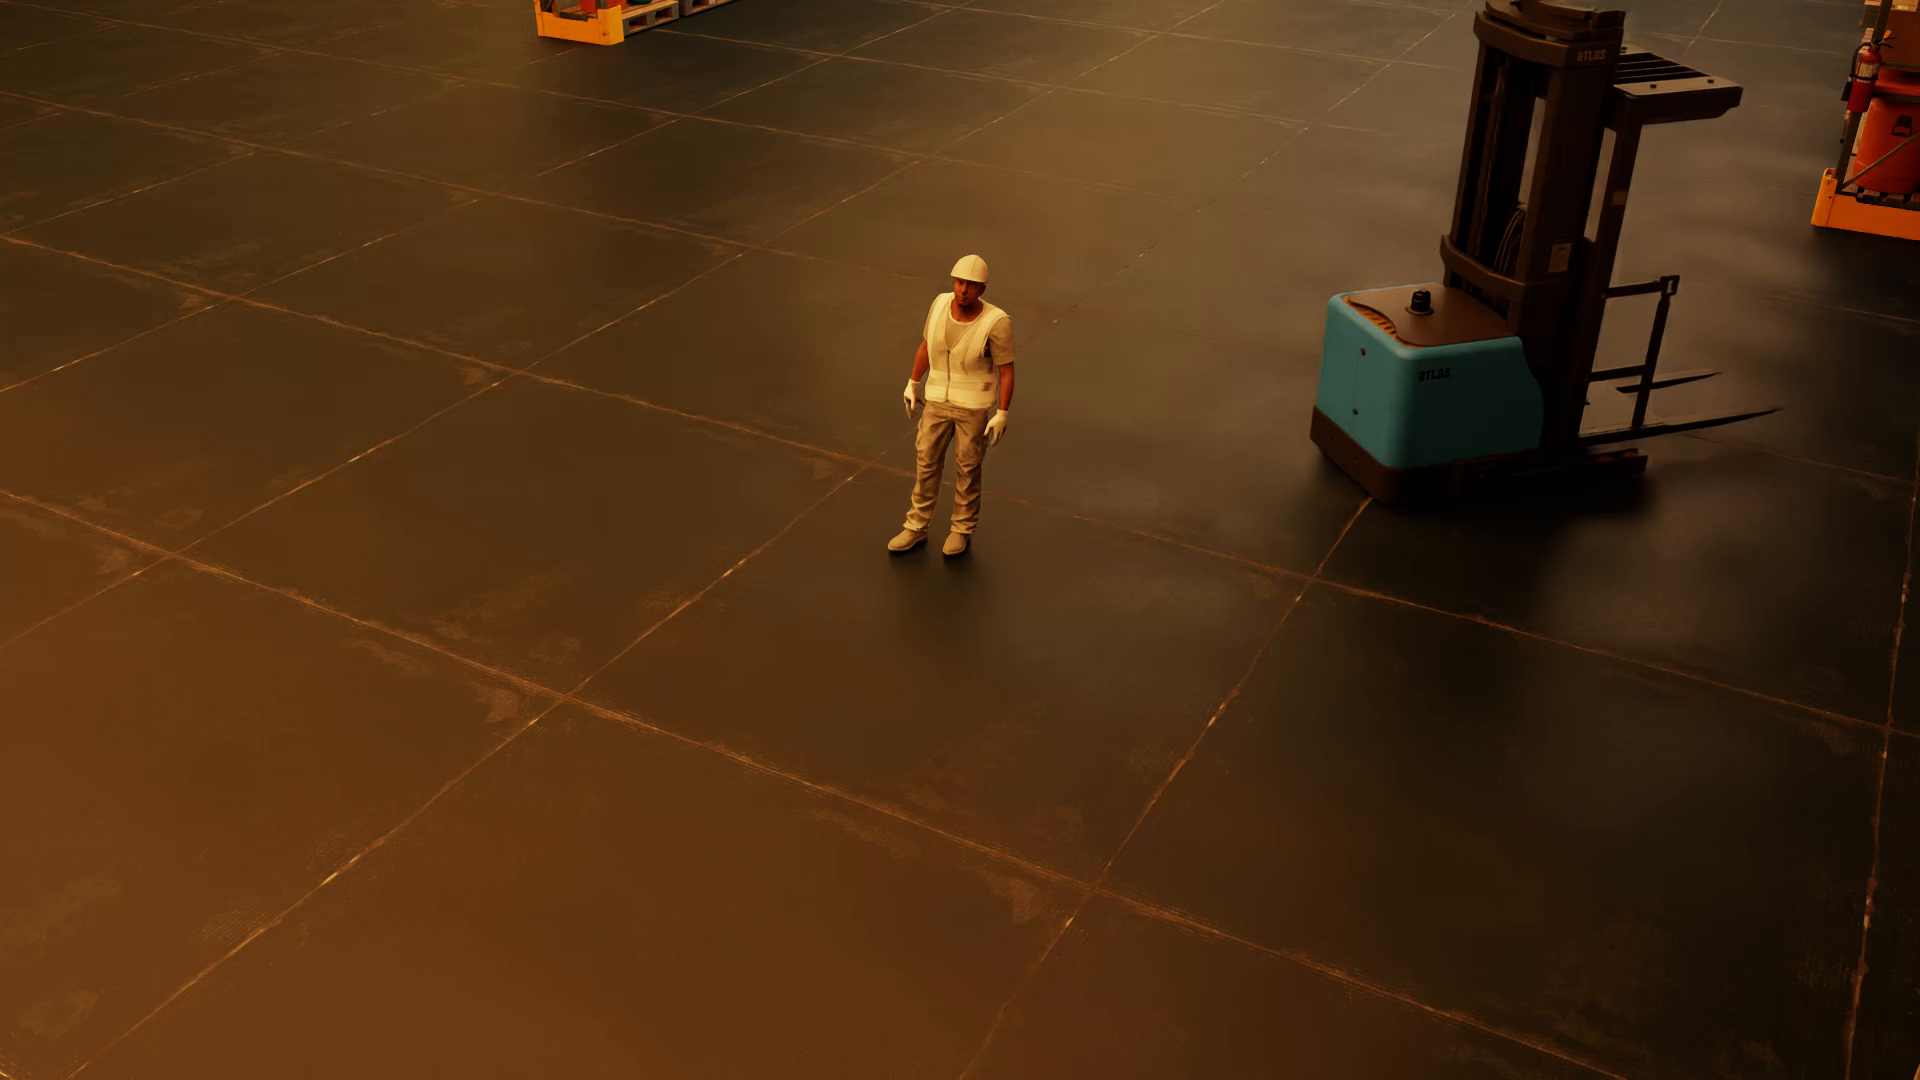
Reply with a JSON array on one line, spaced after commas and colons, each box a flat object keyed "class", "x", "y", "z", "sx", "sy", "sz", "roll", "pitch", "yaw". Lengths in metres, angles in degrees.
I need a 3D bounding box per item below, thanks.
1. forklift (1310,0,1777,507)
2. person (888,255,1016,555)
[{"class": "forklift", "x": 3.897, "y": -1.886, "z": 10.339, "sx": 3.031, "sy": 2.935, "sz": 1.130, "roll": -9, "pitch": 31, "yaw": -15}, {"class": "person", "x": -0.042, "y": -0.750, "z": 9.503, "sx": 0.656, "sy": 1.782, "sz": 0.577, "roll": 15, "pitch": 33, "yaw": 25}]
